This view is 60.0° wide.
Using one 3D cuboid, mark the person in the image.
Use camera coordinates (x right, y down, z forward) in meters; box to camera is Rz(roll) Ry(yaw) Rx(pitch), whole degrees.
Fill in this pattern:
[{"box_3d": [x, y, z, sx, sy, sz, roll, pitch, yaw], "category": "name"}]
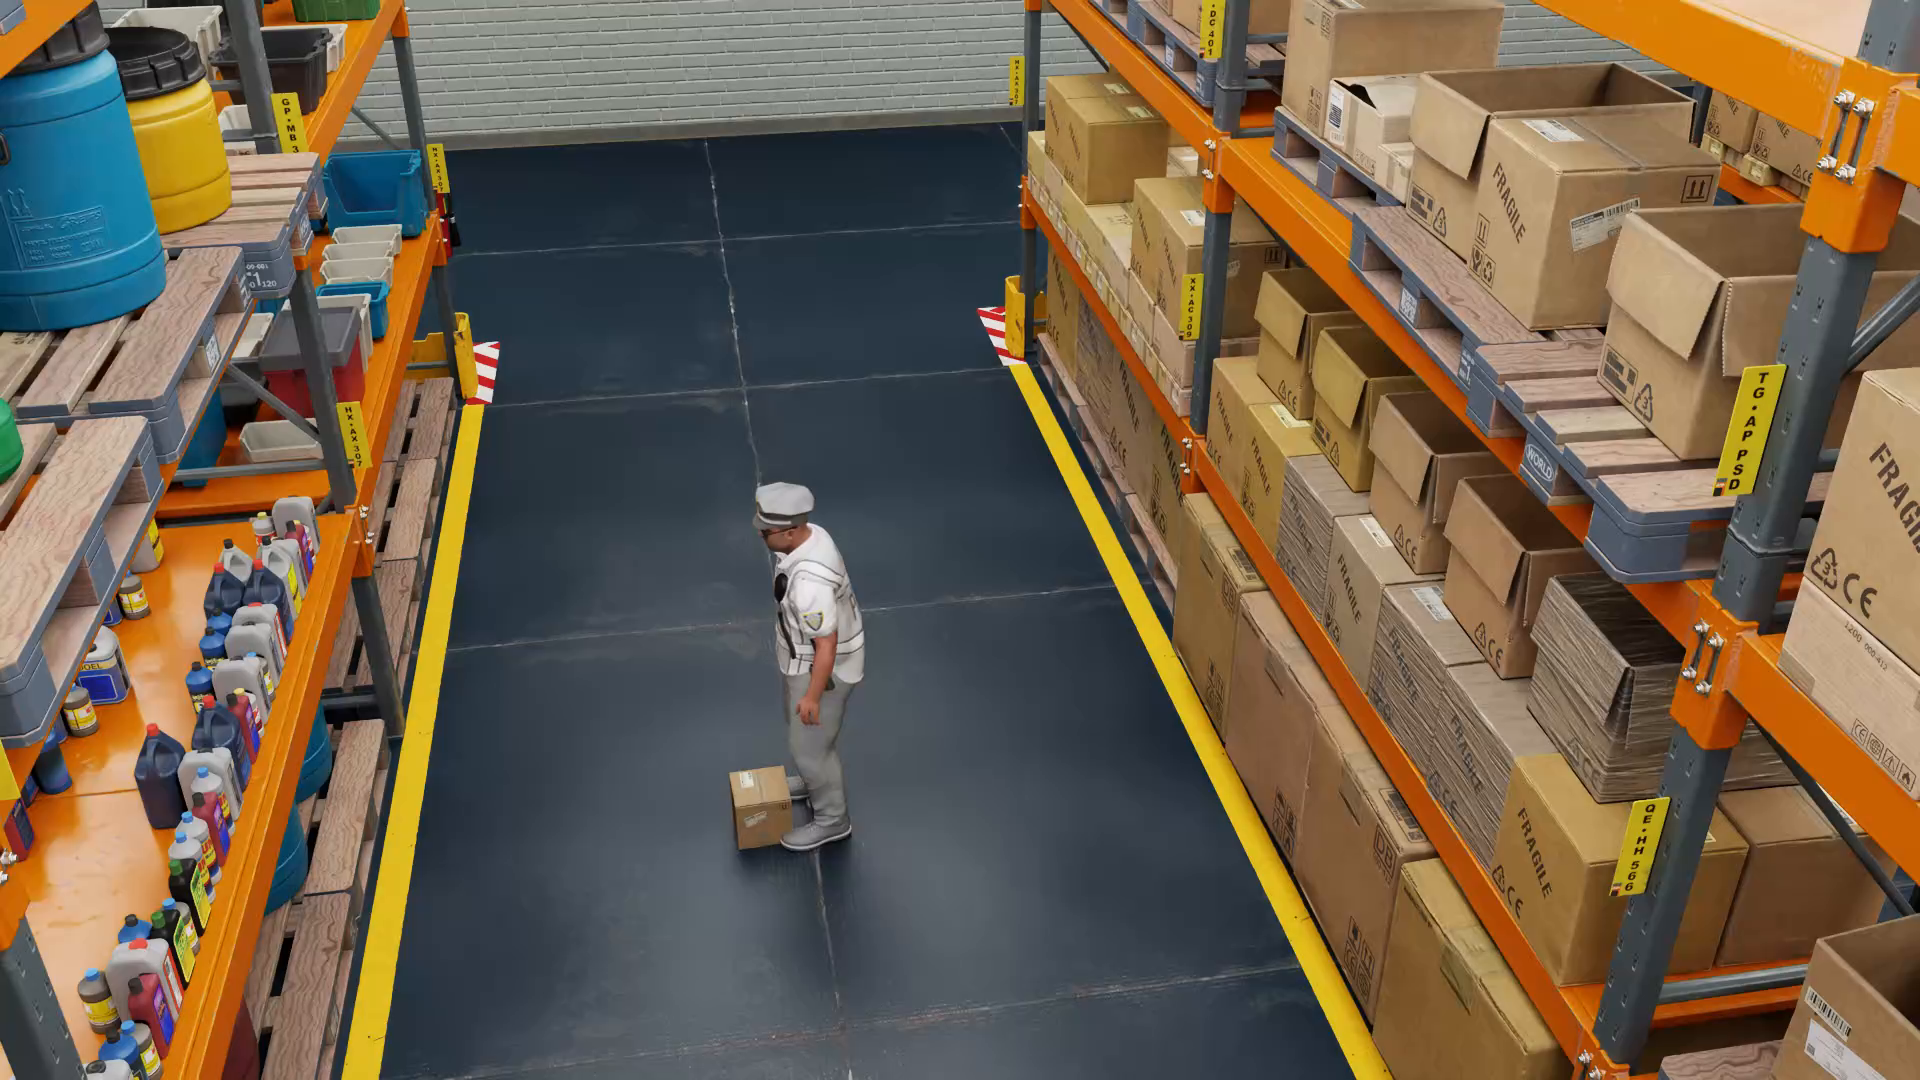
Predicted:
[{"box_3d": [-0.636, 0.537, 7.219, 0.435, 1.748, 0.591, -6, 31, -10], "category": "person"}]
